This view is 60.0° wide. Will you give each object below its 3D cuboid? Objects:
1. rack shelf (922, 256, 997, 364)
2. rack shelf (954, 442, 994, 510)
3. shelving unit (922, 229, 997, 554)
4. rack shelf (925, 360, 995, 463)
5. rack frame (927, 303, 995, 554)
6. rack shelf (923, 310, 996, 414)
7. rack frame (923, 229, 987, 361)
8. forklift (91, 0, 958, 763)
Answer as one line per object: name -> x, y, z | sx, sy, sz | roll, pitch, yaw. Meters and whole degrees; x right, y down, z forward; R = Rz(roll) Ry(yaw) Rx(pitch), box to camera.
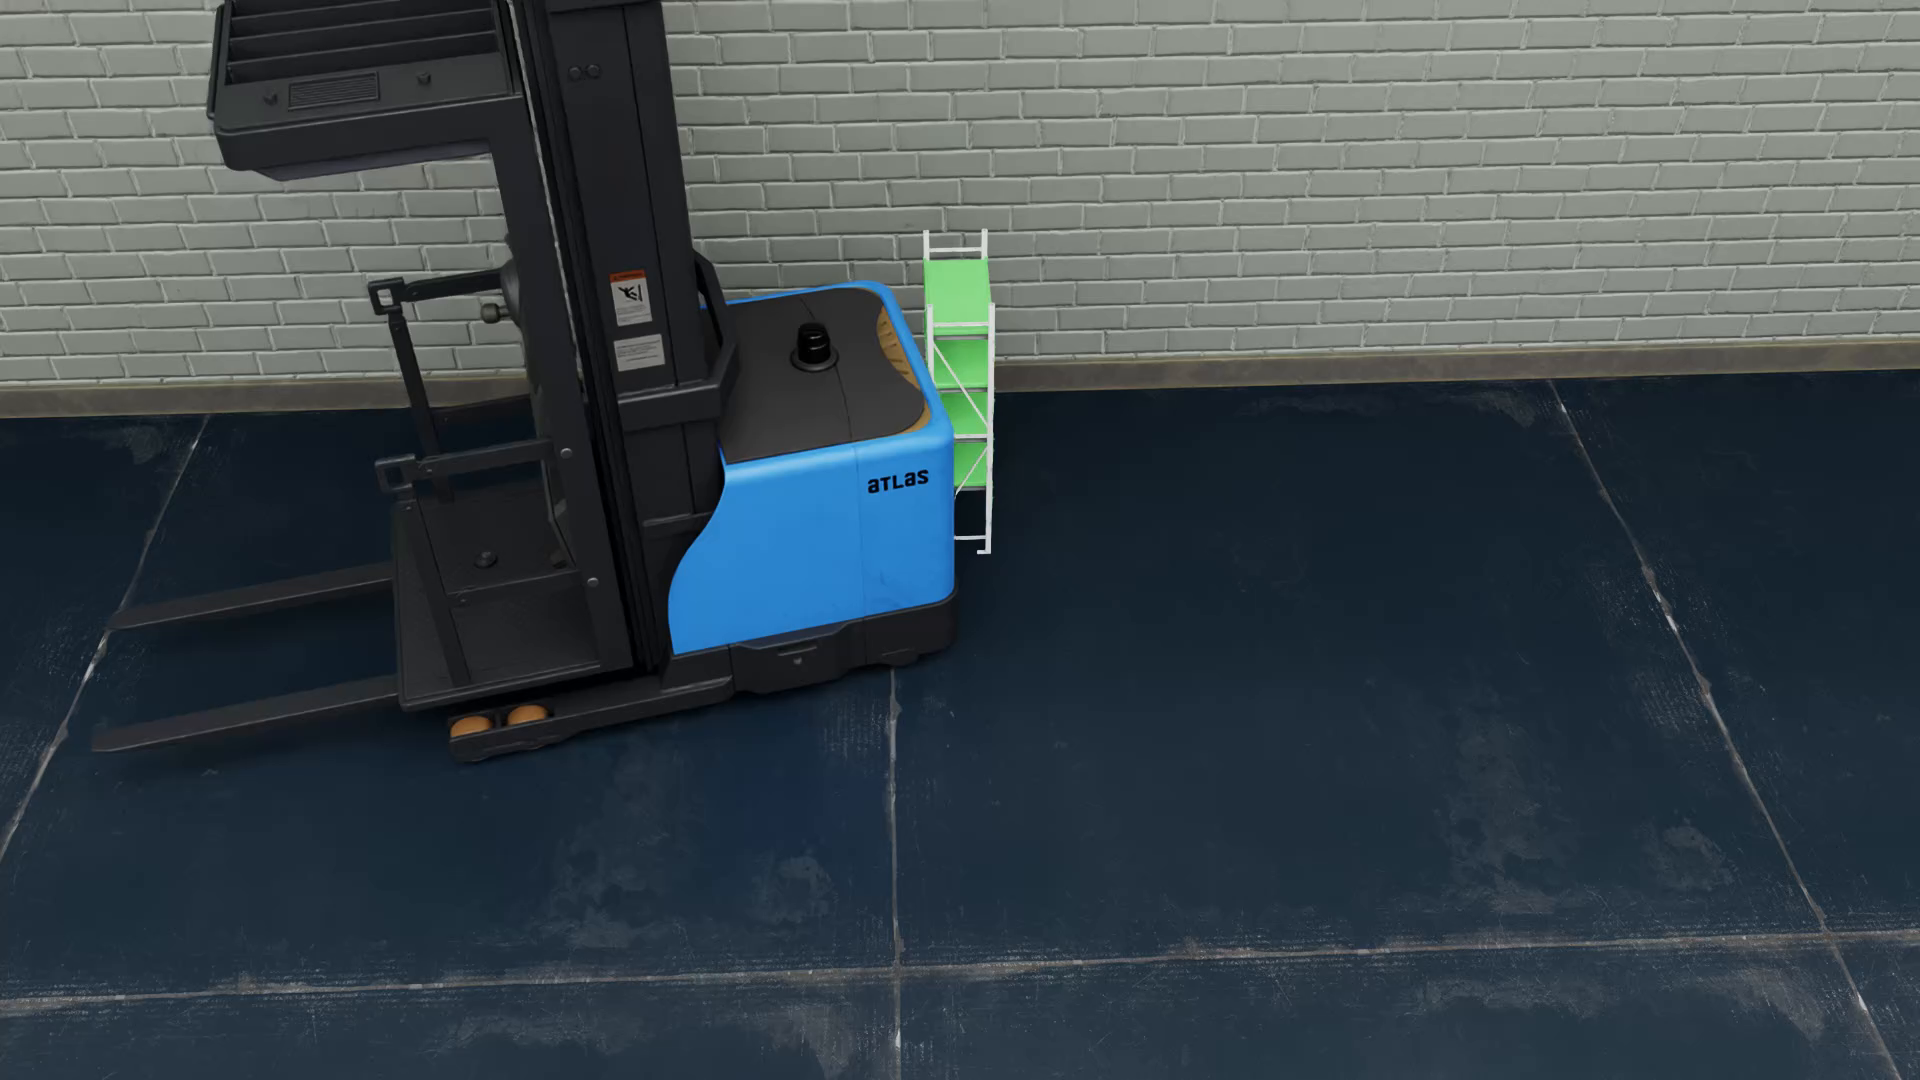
rack shelf -> -0.007, -0.861, 6.185 | 0.258, 0.148, 0.480 | -2, 43, -2
rack shelf -> -0.007, -0.330, 6.672 | 0.258, 0.148, 0.480 | -2, 43, -2
shelving unit -> -0.007, -0.554, 6.466 | 0.258, 1.200, 0.503 | -2, 43, -2
rack shelf -> -0.007, -0.507, 6.510 | 0.258, 0.148, 0.480 | -2, 43, -2
rack frame -> 0.003, -0.389, 6.287 | 0.240, 1.200, 0.015 | -2, 43, -2
rack shelf -> -0.007, -0.684, 6.347 | 0.258, 0.148, 0.480 | -2, 43, -2
rack frame -> -0.017, -0.719, 6.646 | 0.240, 1.200, 0.015 | -2, 43, -2
forklift -> -1.582, -0.695, 5.339 | 3.031, 2.935, 1.130 | -11, 44, -12
